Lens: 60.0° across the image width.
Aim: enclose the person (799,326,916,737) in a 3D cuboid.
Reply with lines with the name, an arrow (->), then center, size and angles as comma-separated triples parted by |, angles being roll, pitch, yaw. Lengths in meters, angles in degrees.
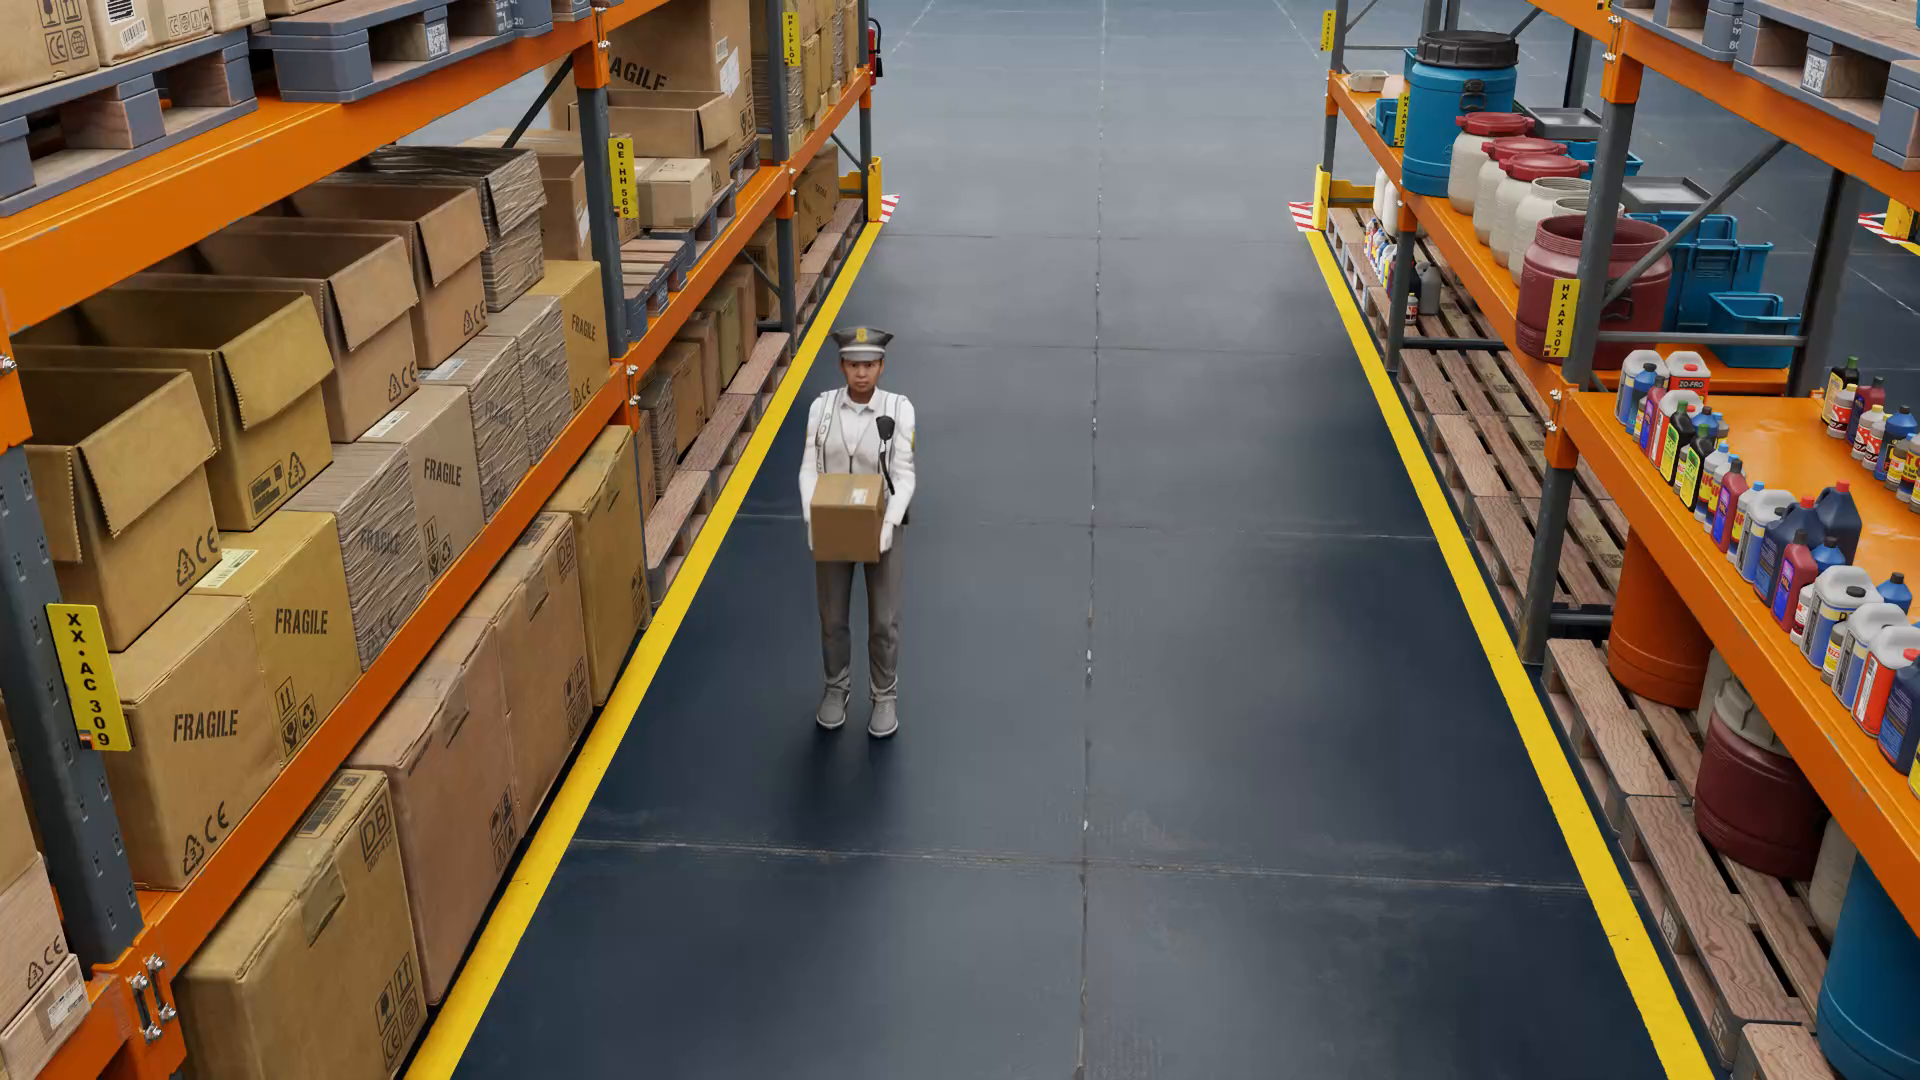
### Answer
person -> -0.404, -0.021, 6.616 | 0.463, 1.688, 0.554 | 2, 25, 4
